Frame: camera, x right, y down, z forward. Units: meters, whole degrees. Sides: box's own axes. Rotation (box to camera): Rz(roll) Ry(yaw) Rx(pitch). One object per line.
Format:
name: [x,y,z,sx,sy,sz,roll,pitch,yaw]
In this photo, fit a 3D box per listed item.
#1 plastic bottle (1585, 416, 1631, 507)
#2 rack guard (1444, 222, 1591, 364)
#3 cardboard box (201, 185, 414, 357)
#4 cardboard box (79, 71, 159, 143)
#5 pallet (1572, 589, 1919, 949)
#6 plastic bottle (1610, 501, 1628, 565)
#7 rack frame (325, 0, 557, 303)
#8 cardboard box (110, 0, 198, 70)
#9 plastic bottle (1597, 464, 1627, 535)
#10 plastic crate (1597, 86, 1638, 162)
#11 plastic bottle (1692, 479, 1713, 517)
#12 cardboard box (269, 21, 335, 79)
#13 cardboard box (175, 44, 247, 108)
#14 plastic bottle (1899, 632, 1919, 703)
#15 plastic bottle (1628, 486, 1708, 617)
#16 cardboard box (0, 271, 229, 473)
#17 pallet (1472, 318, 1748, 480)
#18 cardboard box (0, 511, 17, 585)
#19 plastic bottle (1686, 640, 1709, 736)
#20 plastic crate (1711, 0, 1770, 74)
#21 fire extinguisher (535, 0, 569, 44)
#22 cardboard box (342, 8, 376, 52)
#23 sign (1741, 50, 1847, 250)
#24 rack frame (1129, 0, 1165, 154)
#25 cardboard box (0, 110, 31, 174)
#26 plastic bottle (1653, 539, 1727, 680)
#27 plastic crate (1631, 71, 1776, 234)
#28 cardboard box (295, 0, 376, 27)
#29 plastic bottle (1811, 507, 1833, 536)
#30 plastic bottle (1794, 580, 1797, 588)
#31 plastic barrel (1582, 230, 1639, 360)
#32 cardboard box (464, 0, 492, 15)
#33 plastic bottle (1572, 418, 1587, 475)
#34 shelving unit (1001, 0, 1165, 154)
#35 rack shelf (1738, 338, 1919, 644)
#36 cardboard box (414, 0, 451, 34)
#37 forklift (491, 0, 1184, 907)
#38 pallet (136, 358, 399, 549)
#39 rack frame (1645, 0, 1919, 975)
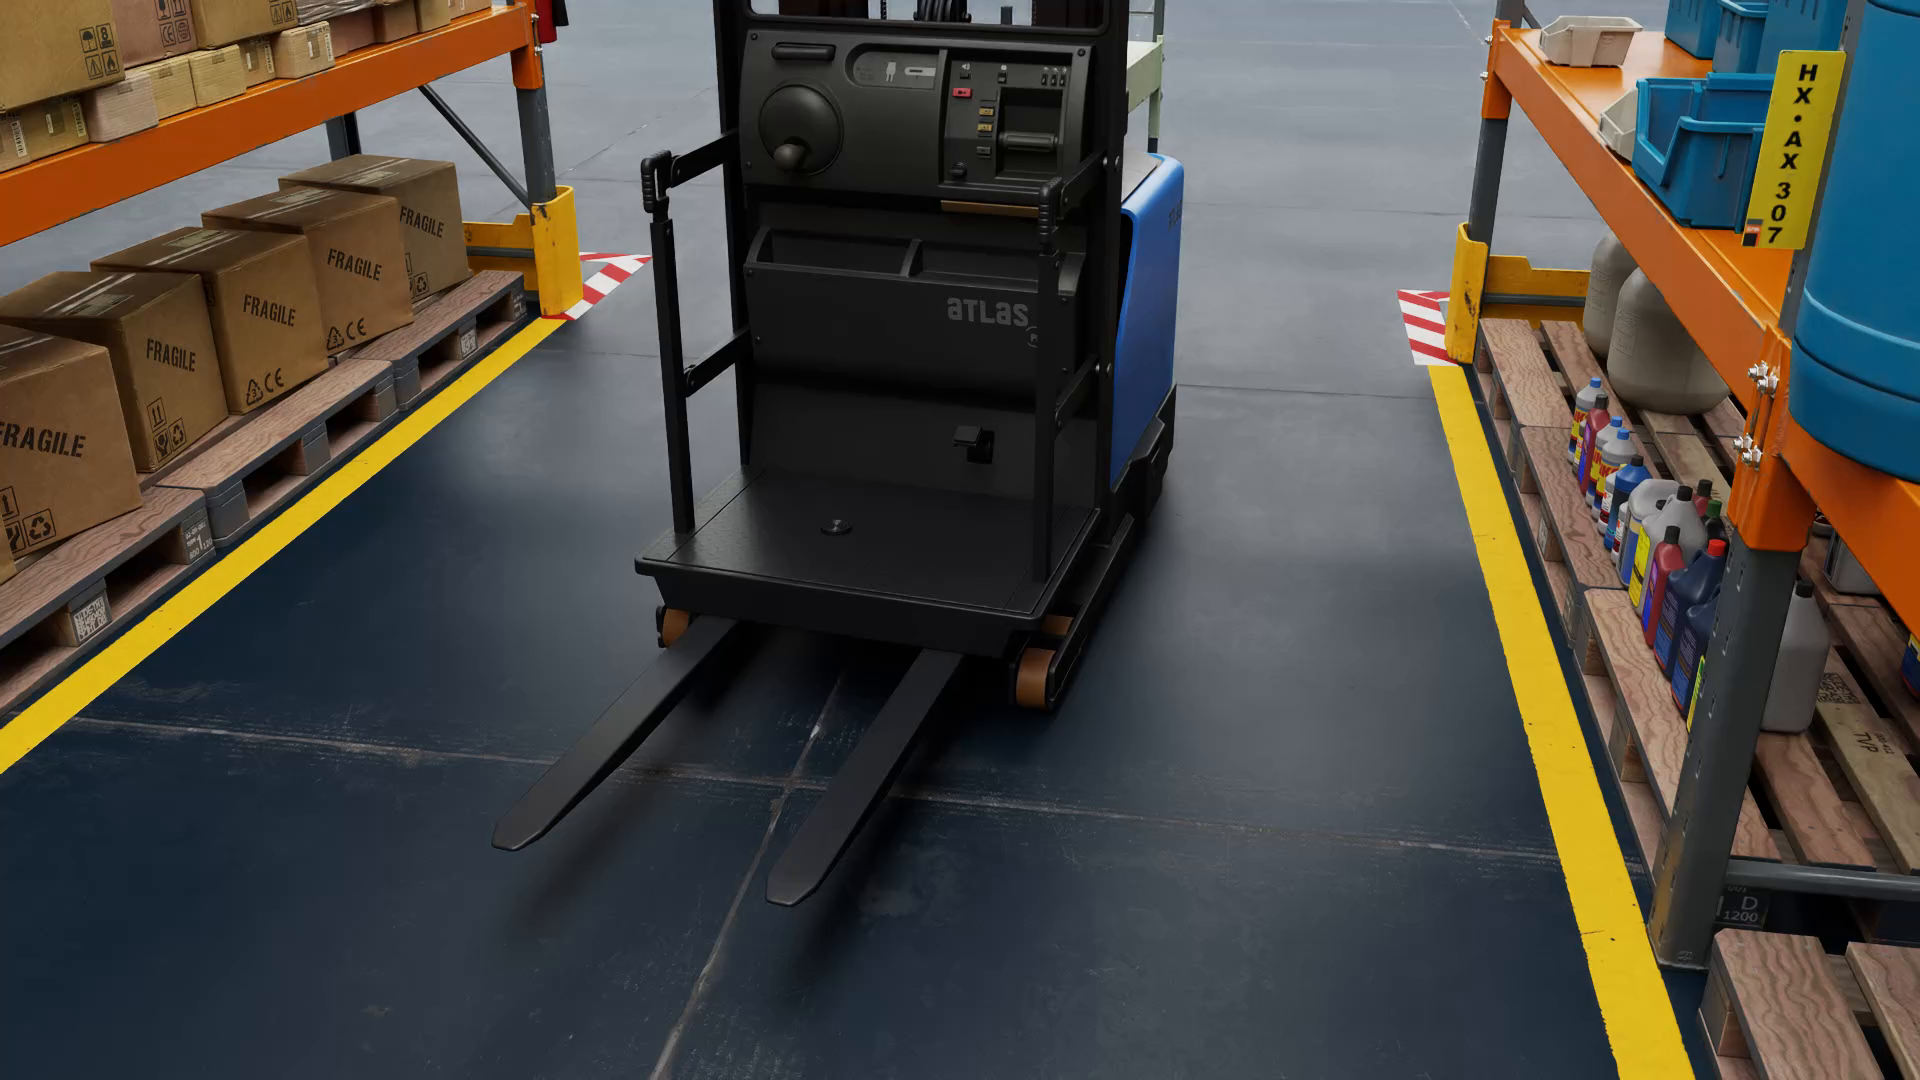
plastic bottle: [1.918,-0.233,4.909,0.097,0.271,0.097,0,25,0]
rack guard: [2.611,-0.982,6.759,1.175,0.500,0.348,4,25,9]
cardboard box: [-2.491,-1.038,6.383,0.500,0.500,0.500,11,27,22]
cardboard box: [-2.451,-1.192,4.554,0.380,0.149,0.250,4,25,9]
pallet: [2.075,0.509,3.915,1.003,0.211,1.213,4,25,9]
plastic bottle: [1.851,-0.032,4.562,0.097,0.201,0.097,0,25,0]
rack frame: [-2.309,-2.493,7.037,1.000,3.000,0.127,4,25,9]
cardboard box: [-2.729,-1.606,4.675,0.875,0.500,0.500,4,25,9]
plastic bottle: [1.885,-0.118,4.746,0.097,0.201,0.097,0,25,0]
plastic crate: [1.939,-1.054,4.274,0.530,0.136,0.437,4,25,9]
plastic bottle: [1.964,-0.011,4.420,0.061,0.283,0.133,4,25,9]
cardboard box: [-2.293,-1.611,5.449,0.380,0.149,0.250,4,25,9]
cardboard box: [-2.399,-1.403,5.006,0.380,0.149,0.250,4,25,9]
plastic bottle: [2.323,0.205,3.879,0.144,0.351,0.185,4,25,9]
plastic bottle: [1.829,0.019,4.276,0.144,0.351,0.185,4,25,8]
cardboard box: [-2.748,-0.547,5.334,0.500,0.500,0.500,2,25,4]
pallet: [2.473,-0.512,6.095,1.003,0.211,1.213,4,25,9]
cardboard box: [-2.858,-0.042,4.255,0.500,0.500,0.500,3,25,7]
plastic bottle: [1.677,0.331,3.691,0.061,0.283,0.133,5,26,11]
plastic crate: [2.679,-1.581,5.264,0.499,0.251,0.408,4,25,9]
fire extinguisher: [-1.836,-2.473,7.087,0.296,0.674,0.183,4,25,9]
cardboard box: [-2.321,-1.827,5.912,0.380,0.149,0.250,4,25,9]
sign: [1.383,-0.644,2.762,0.100,0.325,0.005,4,25,9]
rack frame: [0.548,-1.345,6.354,0.400,1.500,0.023,8,26,16]
cardboard box: [-2.564,-0.985,4.112,0.380,0.149,0.250,4,25,9]
plastic bottle: [1.776,0.154,3.987,0.144,0.351,0.185,3,25,6]
plastic crate: [1.837,-0.891,3.790,0.499,0.251,0.616,4,25,9]
cardboard box: [-2.514,-2.021,5.560,0.875,0.500,0.500,4,25,9]
plastic bottle: [2.493,-0.122,4.754,0.097,0.201,0.097,0,25,0]
plastic bottle: [1.926,0.188,4.004,0.152,0.276,0.135,4,25,9]
plastic barrel: [2.545,-0.932,6.143,0.421,0.512,0.421,0,25,0]
cardboard box: [-2.152,-2.245,6.805,0.380,0.149,0.250,4,25,9]
plastic bottle: [1.957,-0.301,5.137,0.097,0.201,0.097,0,25,0]
shelving unit: [0.438,-1.197,6.037,0.431,1.500,0.755,8,26,16]
rack shelf: [1.597,0.686,1.095,1.077,0.370,4.000,4,25,9]
cardboard box: [-2.183,-2.033,6.350,0.380,0.149,0.250,4,25,9]
forklift: [-0.188,-1.073,4.086,1.130,2.935,3.031,8,26,16]
pallet: [-2.691,-0.352,5.752,1.003,0.211,1.213,4,25,9]
rack frame: [1.924,-0.476,2.730,1.000,3.000,0.127,4,25,9]
